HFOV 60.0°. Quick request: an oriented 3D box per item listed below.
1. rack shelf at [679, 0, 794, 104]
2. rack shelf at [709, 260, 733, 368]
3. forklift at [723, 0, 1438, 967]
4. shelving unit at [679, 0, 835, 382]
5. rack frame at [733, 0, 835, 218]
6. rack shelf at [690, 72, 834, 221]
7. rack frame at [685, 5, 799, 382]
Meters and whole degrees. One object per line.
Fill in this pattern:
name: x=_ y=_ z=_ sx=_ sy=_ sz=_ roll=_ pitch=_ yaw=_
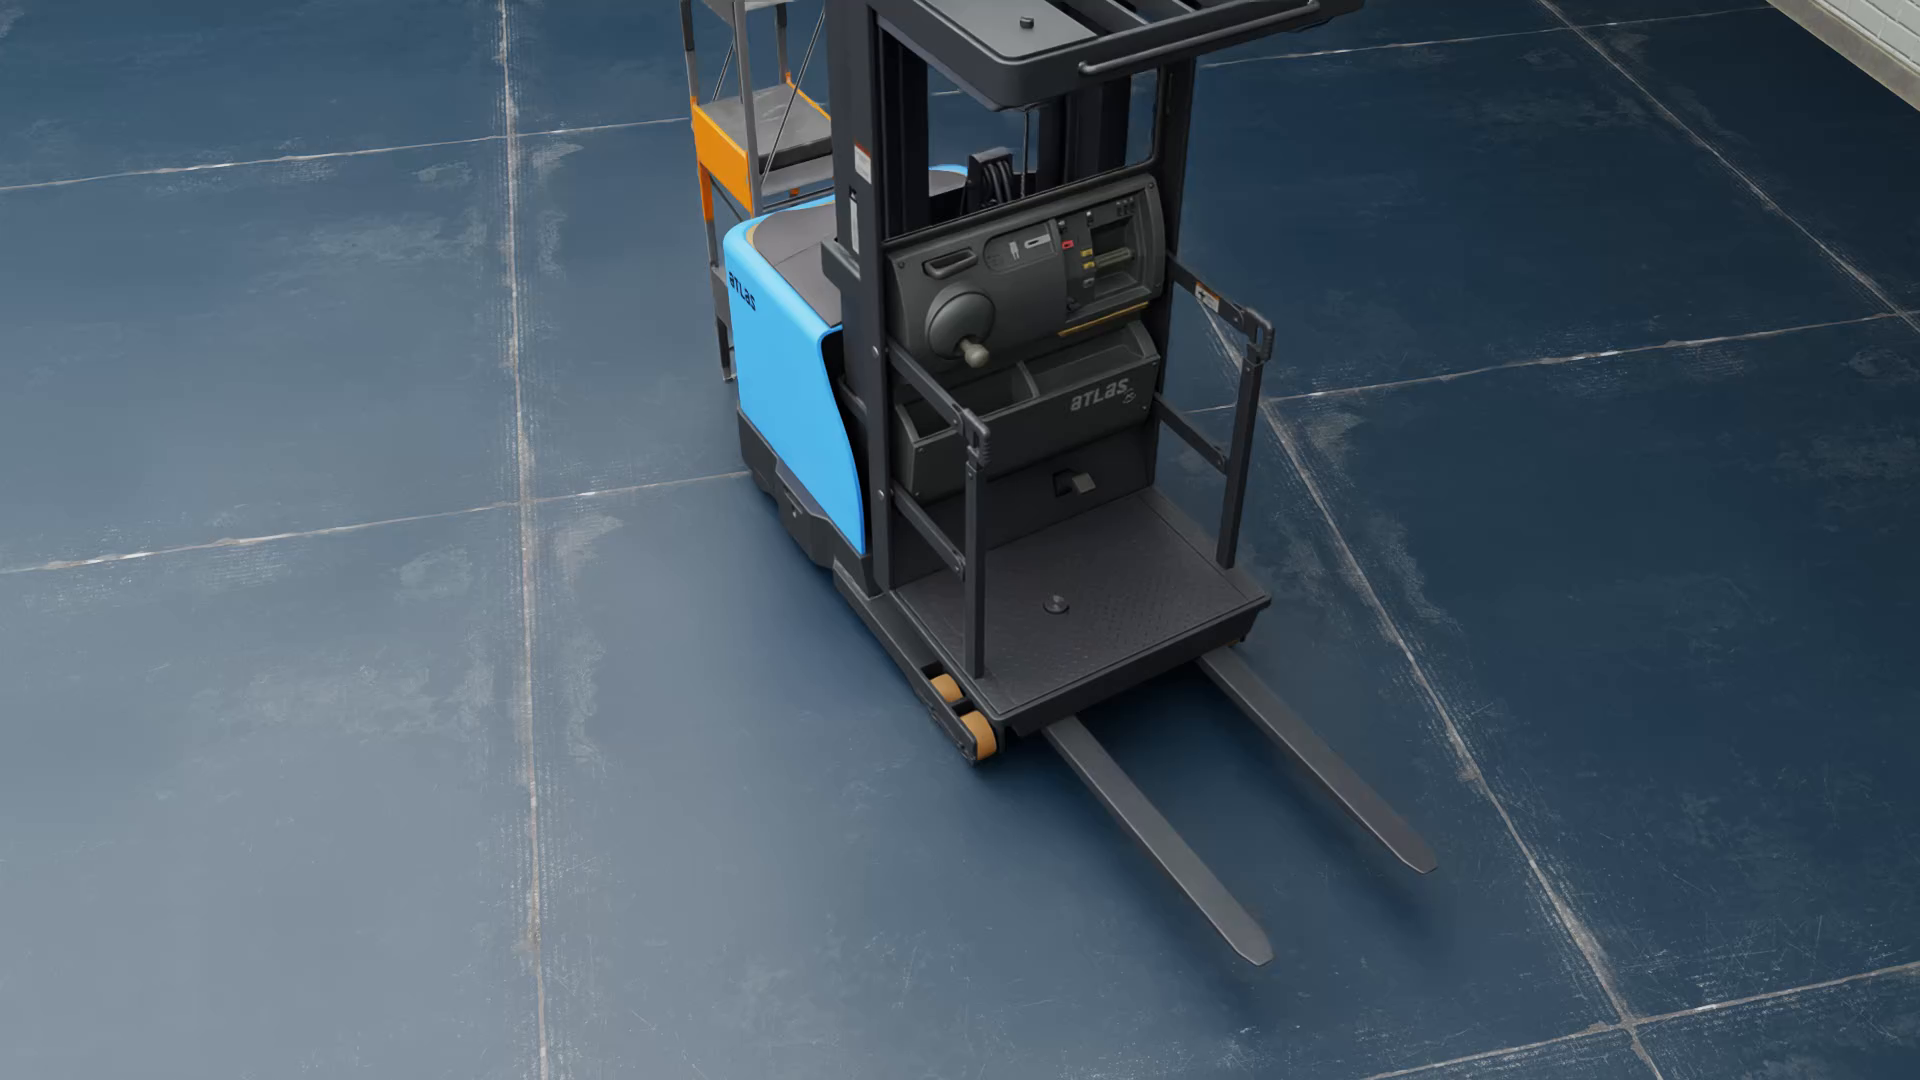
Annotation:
rack shelf: x=-0.698 y=-1.898 z=5.772 sx=0.431 sy=0.518 sz=0.480 roll=-22 pitch=46 yaw=-23
rack shelf: x=-0.698 y=-0.851 z=6.702 sx=0.431 sy=0.518 sz=0.480 roll=-22 pitch=46 yaw=-23
forklift: x=0.332 y=-0.727 z=4.862 sx=1.130 sy=2.935 sz=3.031 roll=-22 pitch=46 yaw=-23
shelving unit: x=-0.698 y=-1.384 z=6.228 sx=0.431 sy=2.100 sz=0.503 roll=-22 pitch=46 yaw=-23
rack frame: x=-0.572 y=-1.245 z=6.071 sx=0.400 sy=2.100 sz=0.015 roll=-22 pitch=46 yaw=-23
rack shelf: x=-0.698 y=-1.374 z=6.237 sx=0.431 sy=0.518 sz=0.480 roll=-22 pitch=46 yaw=-23
rack frame: x=-0.823 y=-1.523 z=6.384 sx=0.400 sy=2.100 sz=0.015 roll=-22 pitch=46 yaw=-23
